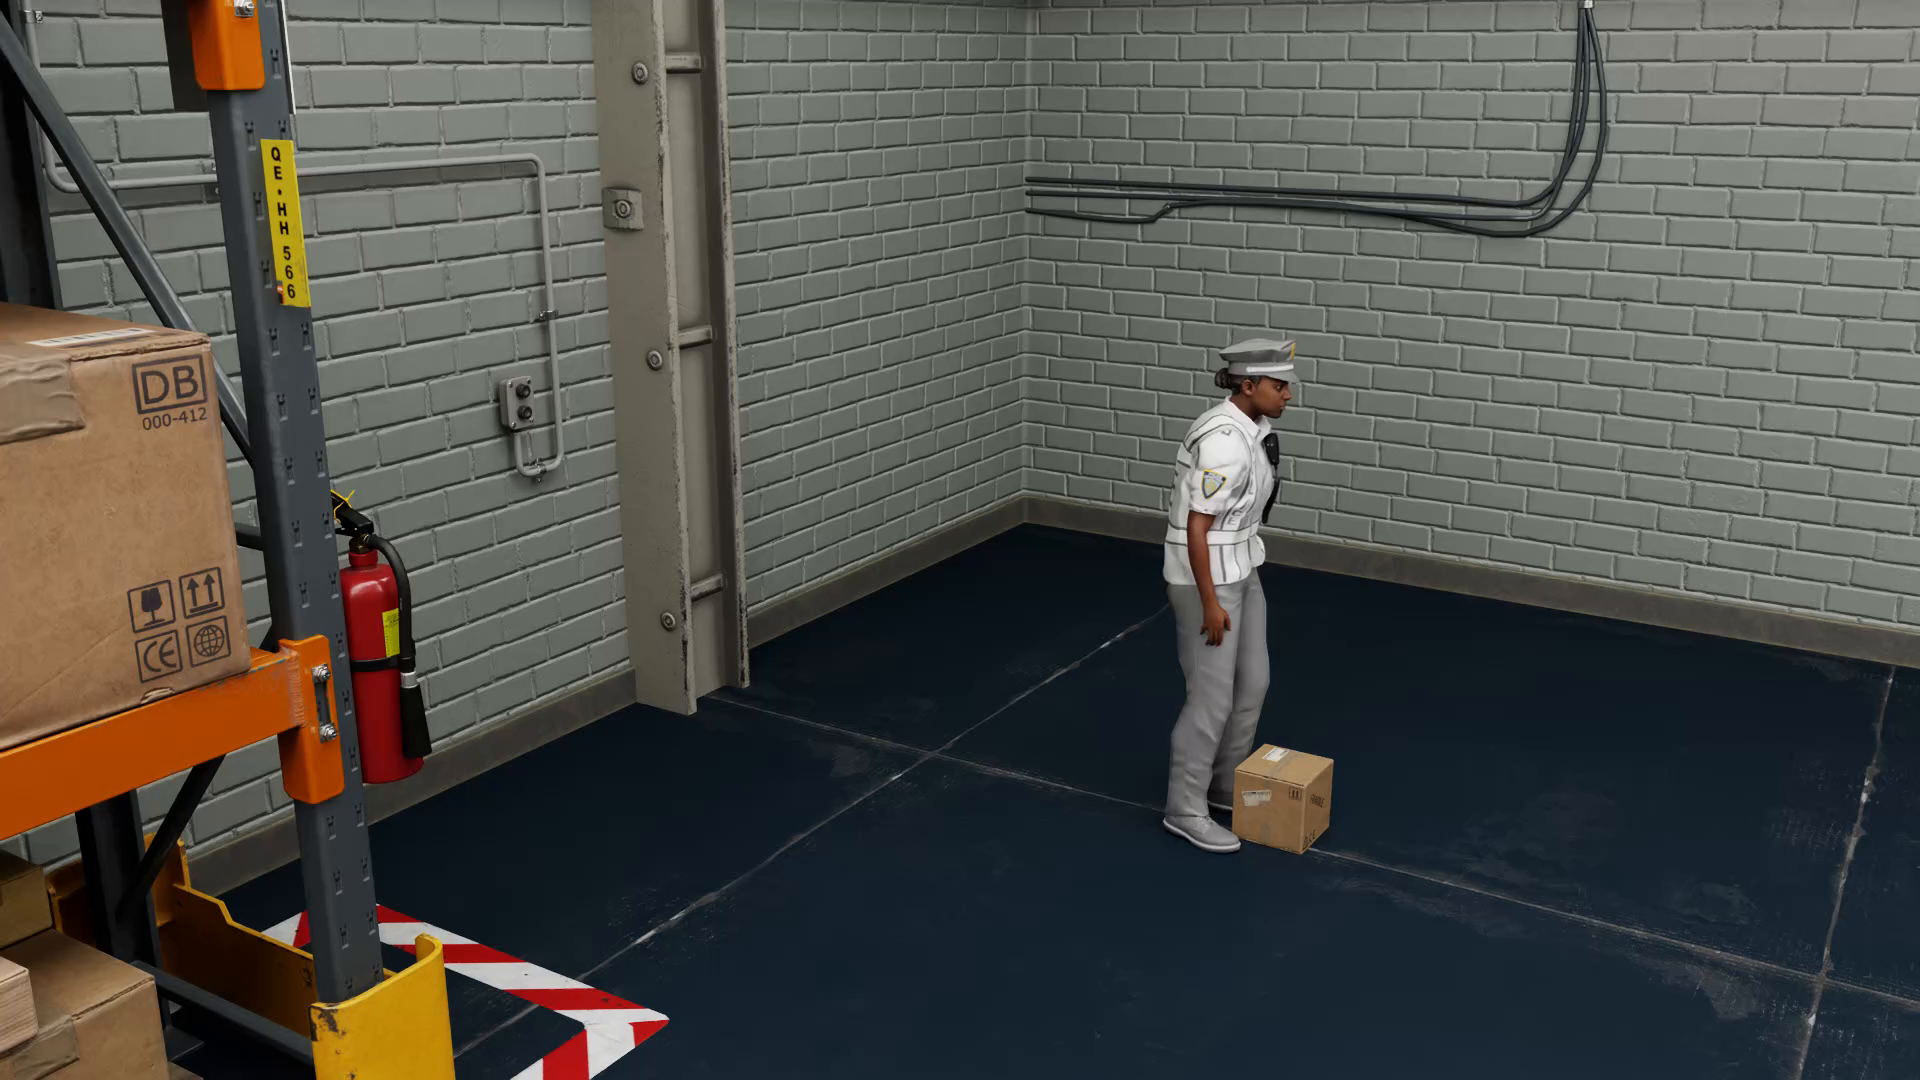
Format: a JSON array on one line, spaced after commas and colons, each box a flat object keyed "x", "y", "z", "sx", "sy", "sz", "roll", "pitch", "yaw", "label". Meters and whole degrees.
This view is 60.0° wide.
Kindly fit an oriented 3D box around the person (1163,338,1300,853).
[{"x": 0.891, "y": 0.159, "z": 5.488, "sx": 0.425, "sy": 1.662, "sz": 0.532, "roll": 9, "pitch": 18, "yaw": 27, "label": "person"}]
